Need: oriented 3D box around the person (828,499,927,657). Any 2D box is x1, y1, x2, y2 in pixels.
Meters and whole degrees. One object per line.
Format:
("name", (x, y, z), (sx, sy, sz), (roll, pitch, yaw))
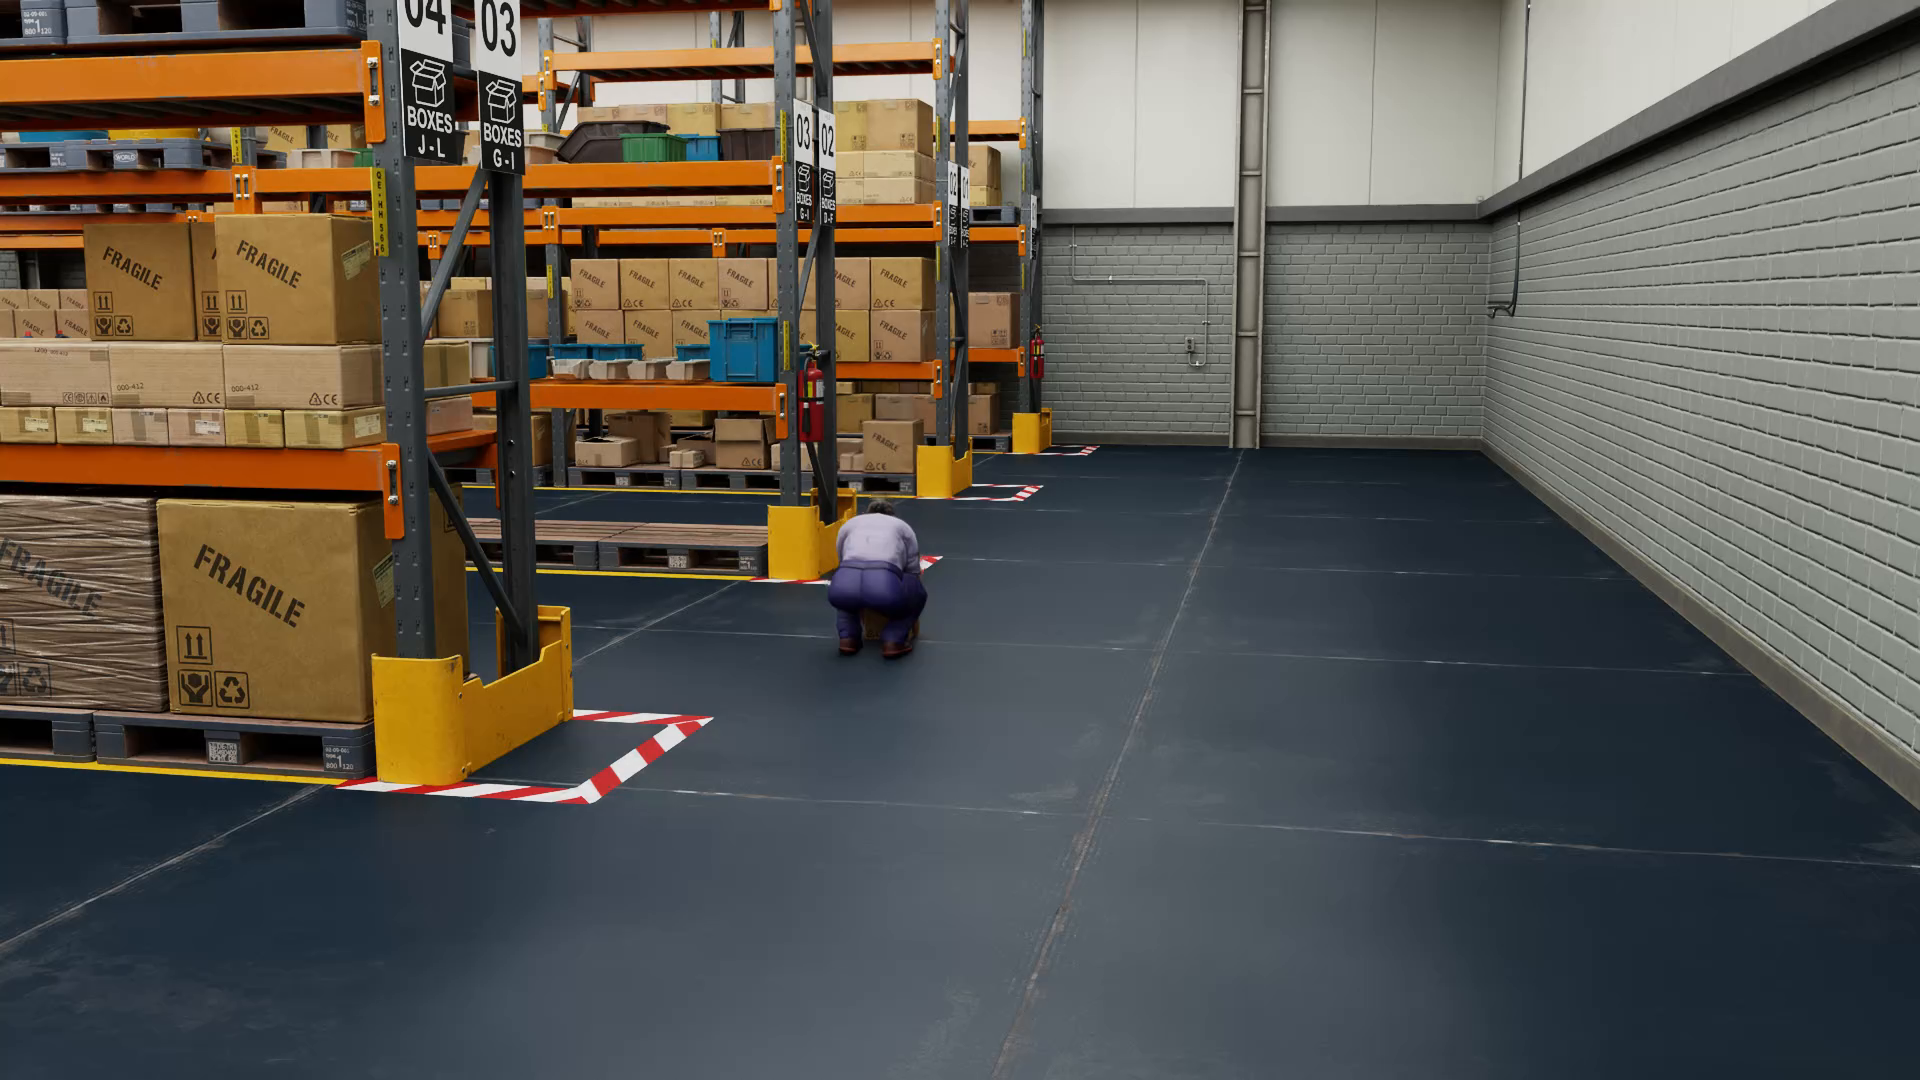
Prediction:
("person", (-0.443, 0.214, 9.067), (0.512, 0.788, 0.738), (2, 8, 11))
